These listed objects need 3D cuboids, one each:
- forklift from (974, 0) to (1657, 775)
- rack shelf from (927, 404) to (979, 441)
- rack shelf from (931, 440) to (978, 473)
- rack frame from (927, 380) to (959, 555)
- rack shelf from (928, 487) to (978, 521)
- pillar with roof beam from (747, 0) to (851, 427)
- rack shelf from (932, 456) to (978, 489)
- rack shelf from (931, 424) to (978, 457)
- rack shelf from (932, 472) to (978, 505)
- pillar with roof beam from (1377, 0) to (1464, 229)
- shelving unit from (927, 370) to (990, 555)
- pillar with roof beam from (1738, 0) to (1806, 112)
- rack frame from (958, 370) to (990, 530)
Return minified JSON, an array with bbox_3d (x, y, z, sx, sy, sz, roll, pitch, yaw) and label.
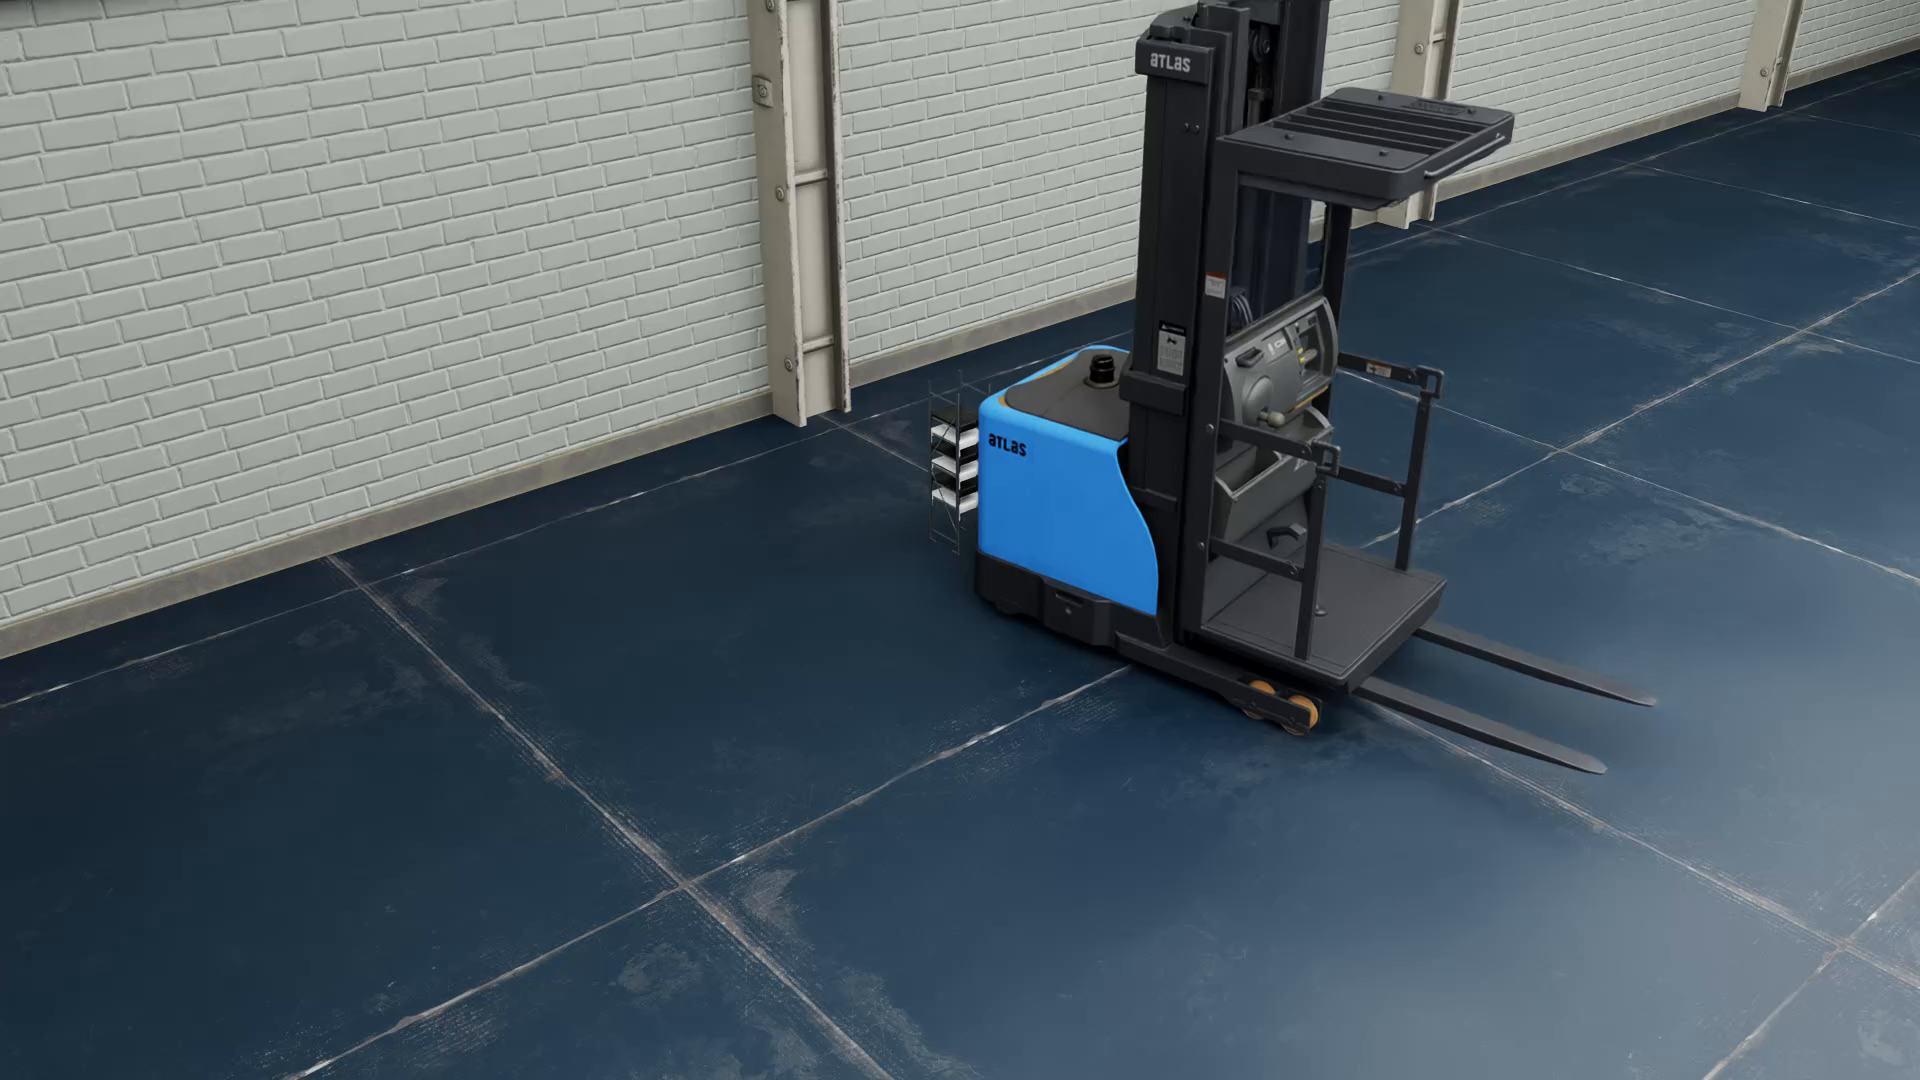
[{"bbox_3d":[1.544,-0.736,7.017,3.031,2.935,1.130,20,34,33],"label":"forklift"},{"bbox_3d":[-0.006,-0.603,8.422,0.200,0.077,0.258,-22,35,-35],"label":"rack shelf"},{"bbox_3d":[-0.006,-0.444,8.507,0.200,0.077,0.258,-22,35,-35],"label":"rack shelf"},{"bbox_3d":[-0.084,-0.363,8.475,0.006,0.900,0.240,-22,35,-35],"label":"rack frame"},{"bbox_3d":[-0.006,-0.206,8.634,0.200,0.077,0.258,-22,35,-35],"label":"rack shelf"},{"bbox_3d":[1.878,-3.220,5.228,0.400,9.000,9.100,-22,35,-35],"label":"pillar with roof beam"},{"bbox_3d":[-0.006,-0.365,8.549,0.200,0.077,0.258,-22,35,-35],"label":"rack shelf"},{"bbox_3d":[-0.006,-0.524,8.464,0.200,0.077,0.258,-22,35,-35],"label":"rack shelf"},{"bbox_3d":[-0.006,-0.286,8.591,0.200,0.077,0.258,-22,35,-35],"label":"rack shelf"},{"bbox_3d":[6.442,-5.056,8.663,0.400,9.000,9.100,-22,35,-35],"label":"pillar with roof beam"},{"bbox_3d":[-0.006,-0.394,8.533,0.210,0.900,0.258,-22,35,-35],"label":"shelving unit"},{"bbox_3d":[11.007,-6.891,12.098,0.400,9.000,9.100,-22,35,-35],"label":"pillar with roof beam"},{"bbox_3d":[0.071,-0.425,8.591,0.006,0.900,0.240,-22,35,-35],"label":"rack frame"}]
